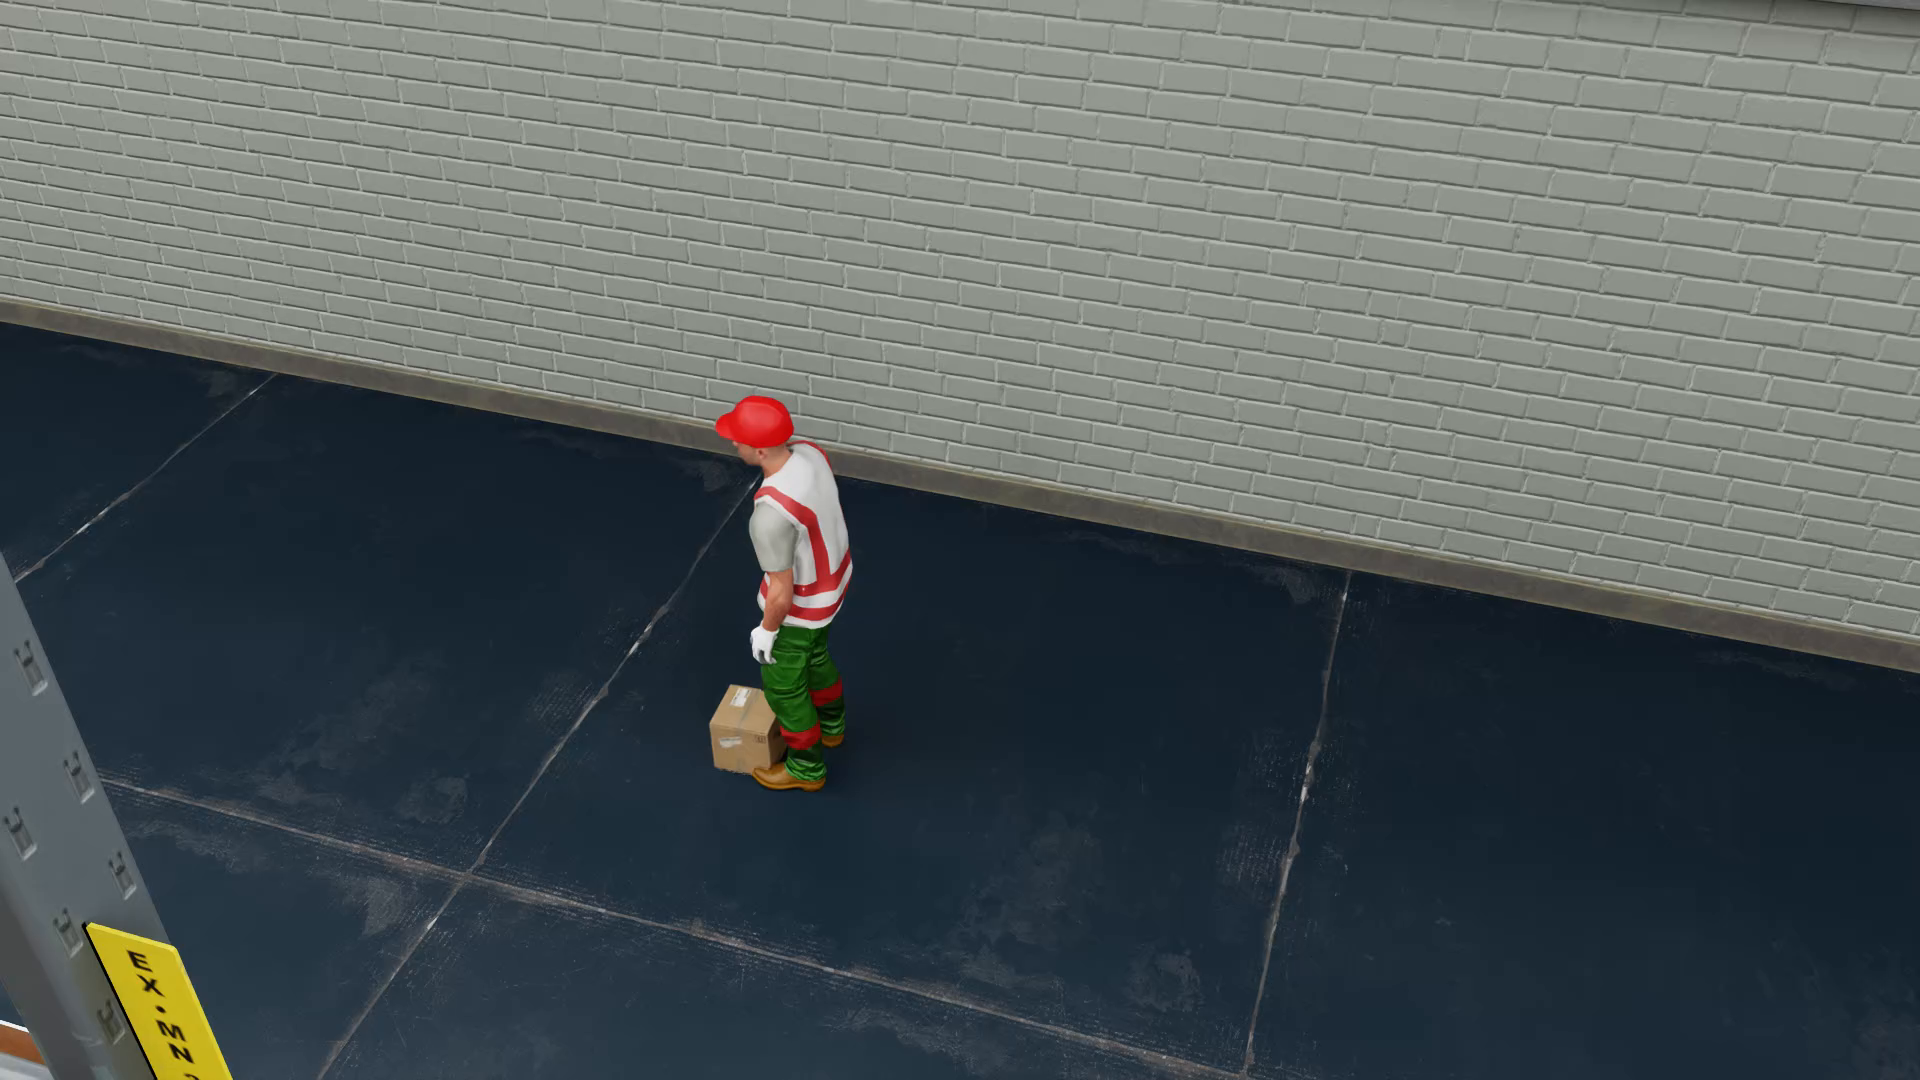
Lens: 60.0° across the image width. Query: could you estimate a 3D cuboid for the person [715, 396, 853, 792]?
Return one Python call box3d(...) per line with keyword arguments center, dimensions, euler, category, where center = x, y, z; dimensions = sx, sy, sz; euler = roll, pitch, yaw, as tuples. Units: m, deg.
box3d(center=(-0.643, 0.213, 6.351), dimensions=(0.447, 1.778, 0.592), euler=(9, 38, 12), category="person")
